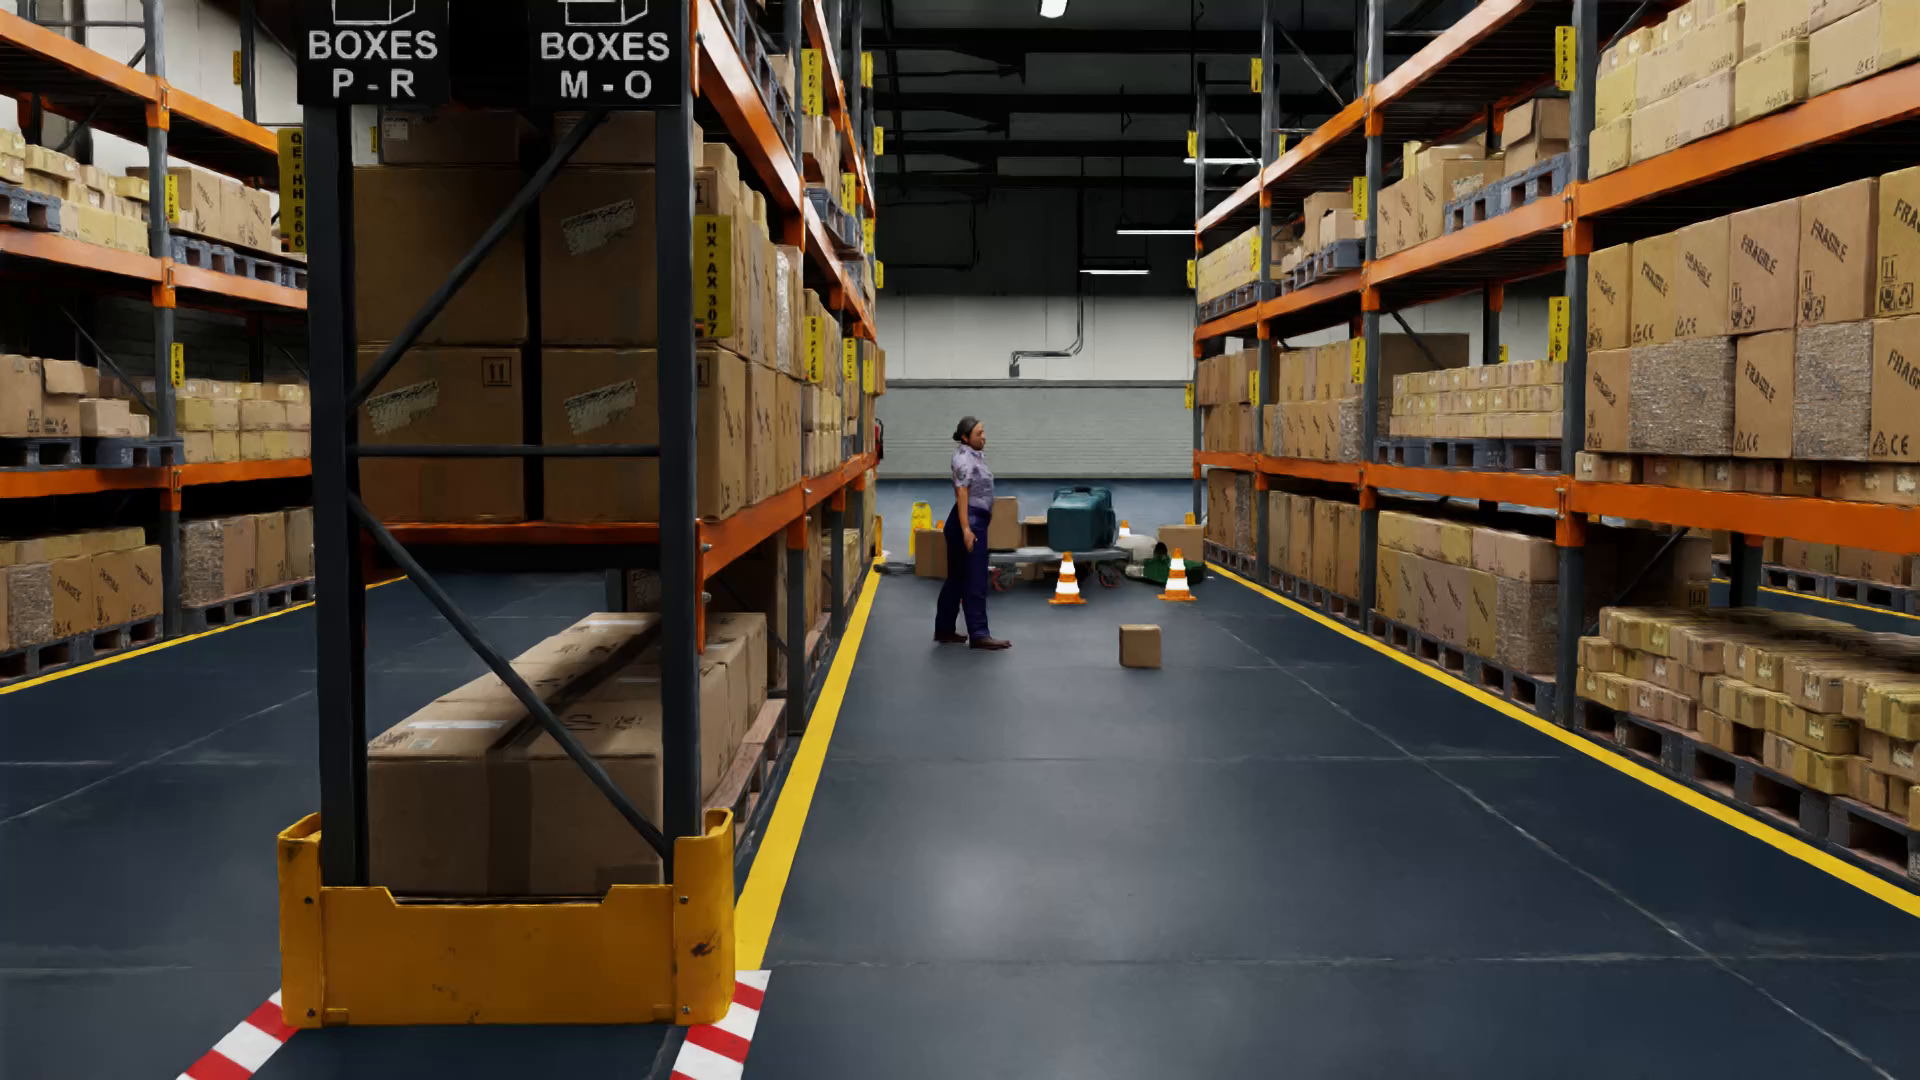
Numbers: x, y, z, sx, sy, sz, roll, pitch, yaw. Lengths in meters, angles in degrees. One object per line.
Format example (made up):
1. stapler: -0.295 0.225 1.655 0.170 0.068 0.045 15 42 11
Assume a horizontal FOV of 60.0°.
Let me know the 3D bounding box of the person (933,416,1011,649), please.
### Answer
1. person: 0.085 -0.061 11.795 0.569 1.636 0.671 0 4 3
